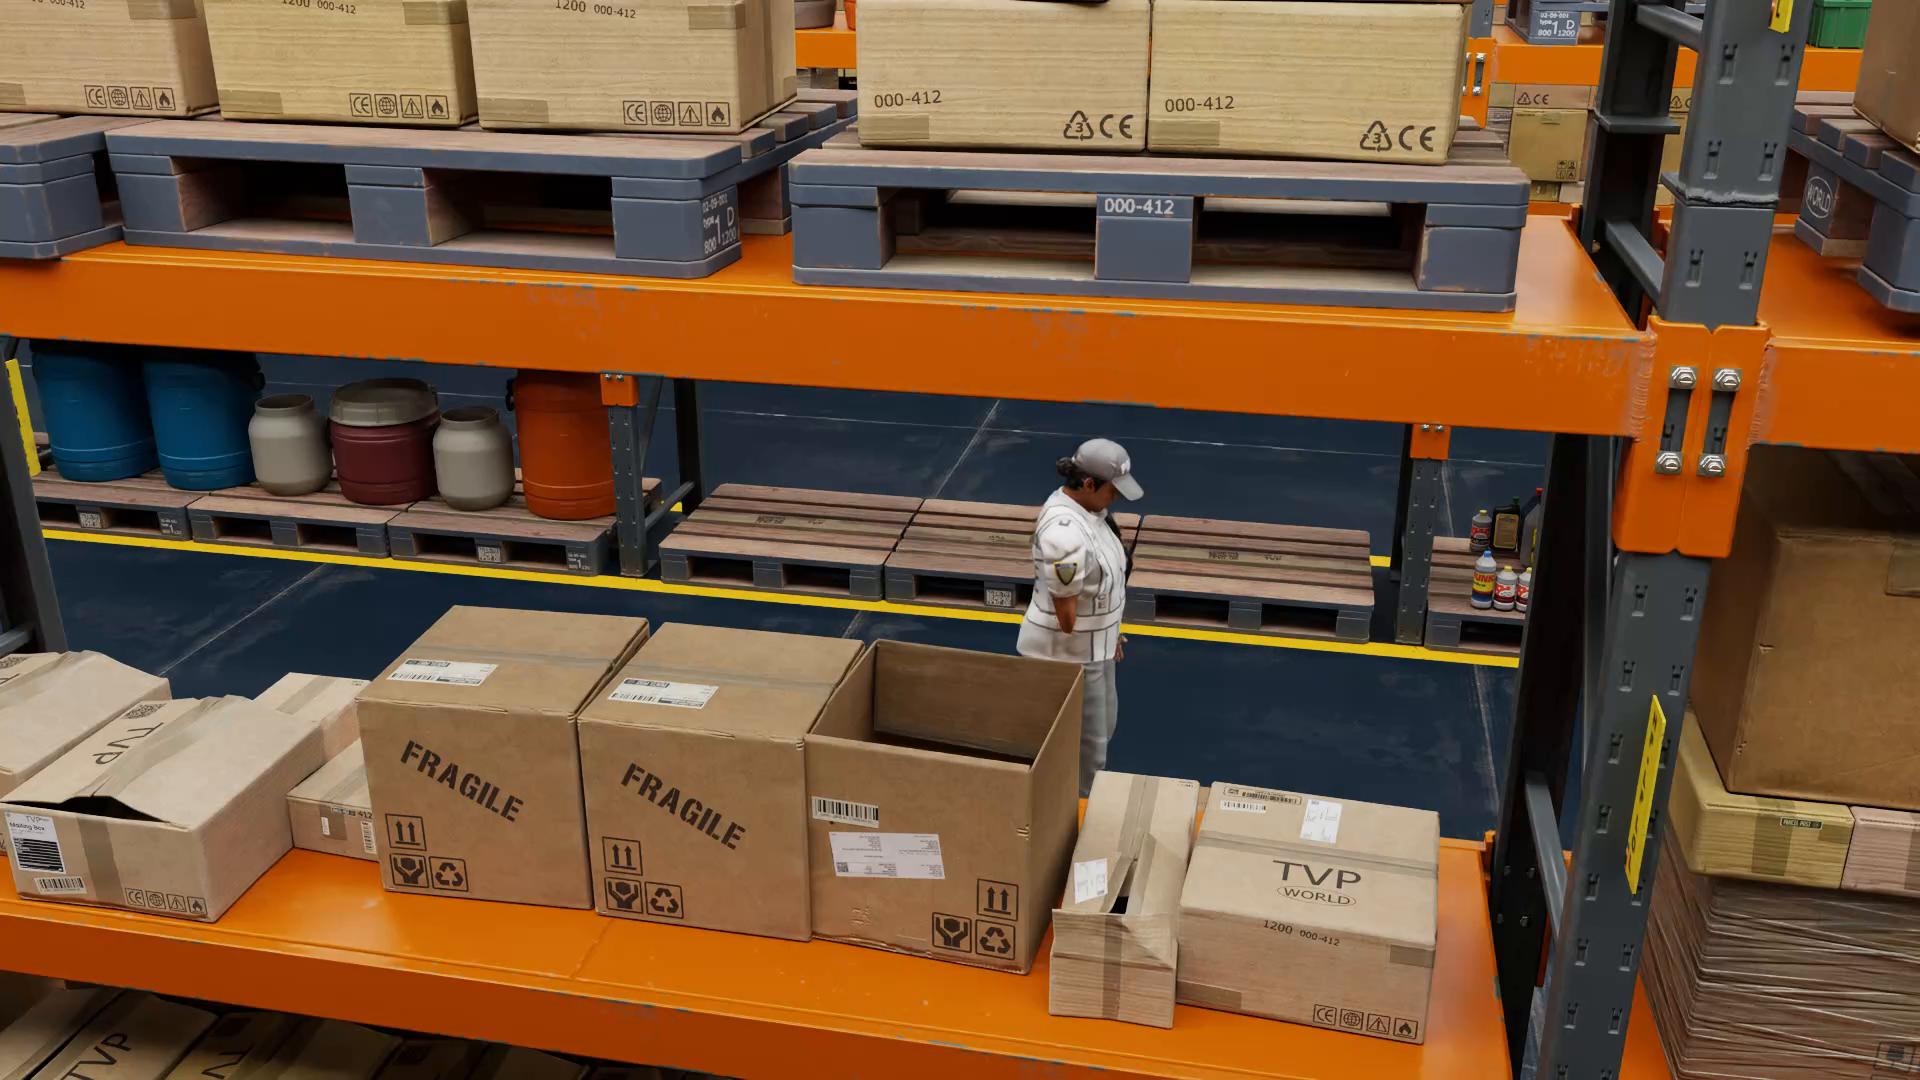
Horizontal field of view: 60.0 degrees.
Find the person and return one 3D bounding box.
[{"bbox_3d":[0.445,0.411,6.096,0.404,1.643,0.483,5,22,12],"label":"person"}]
